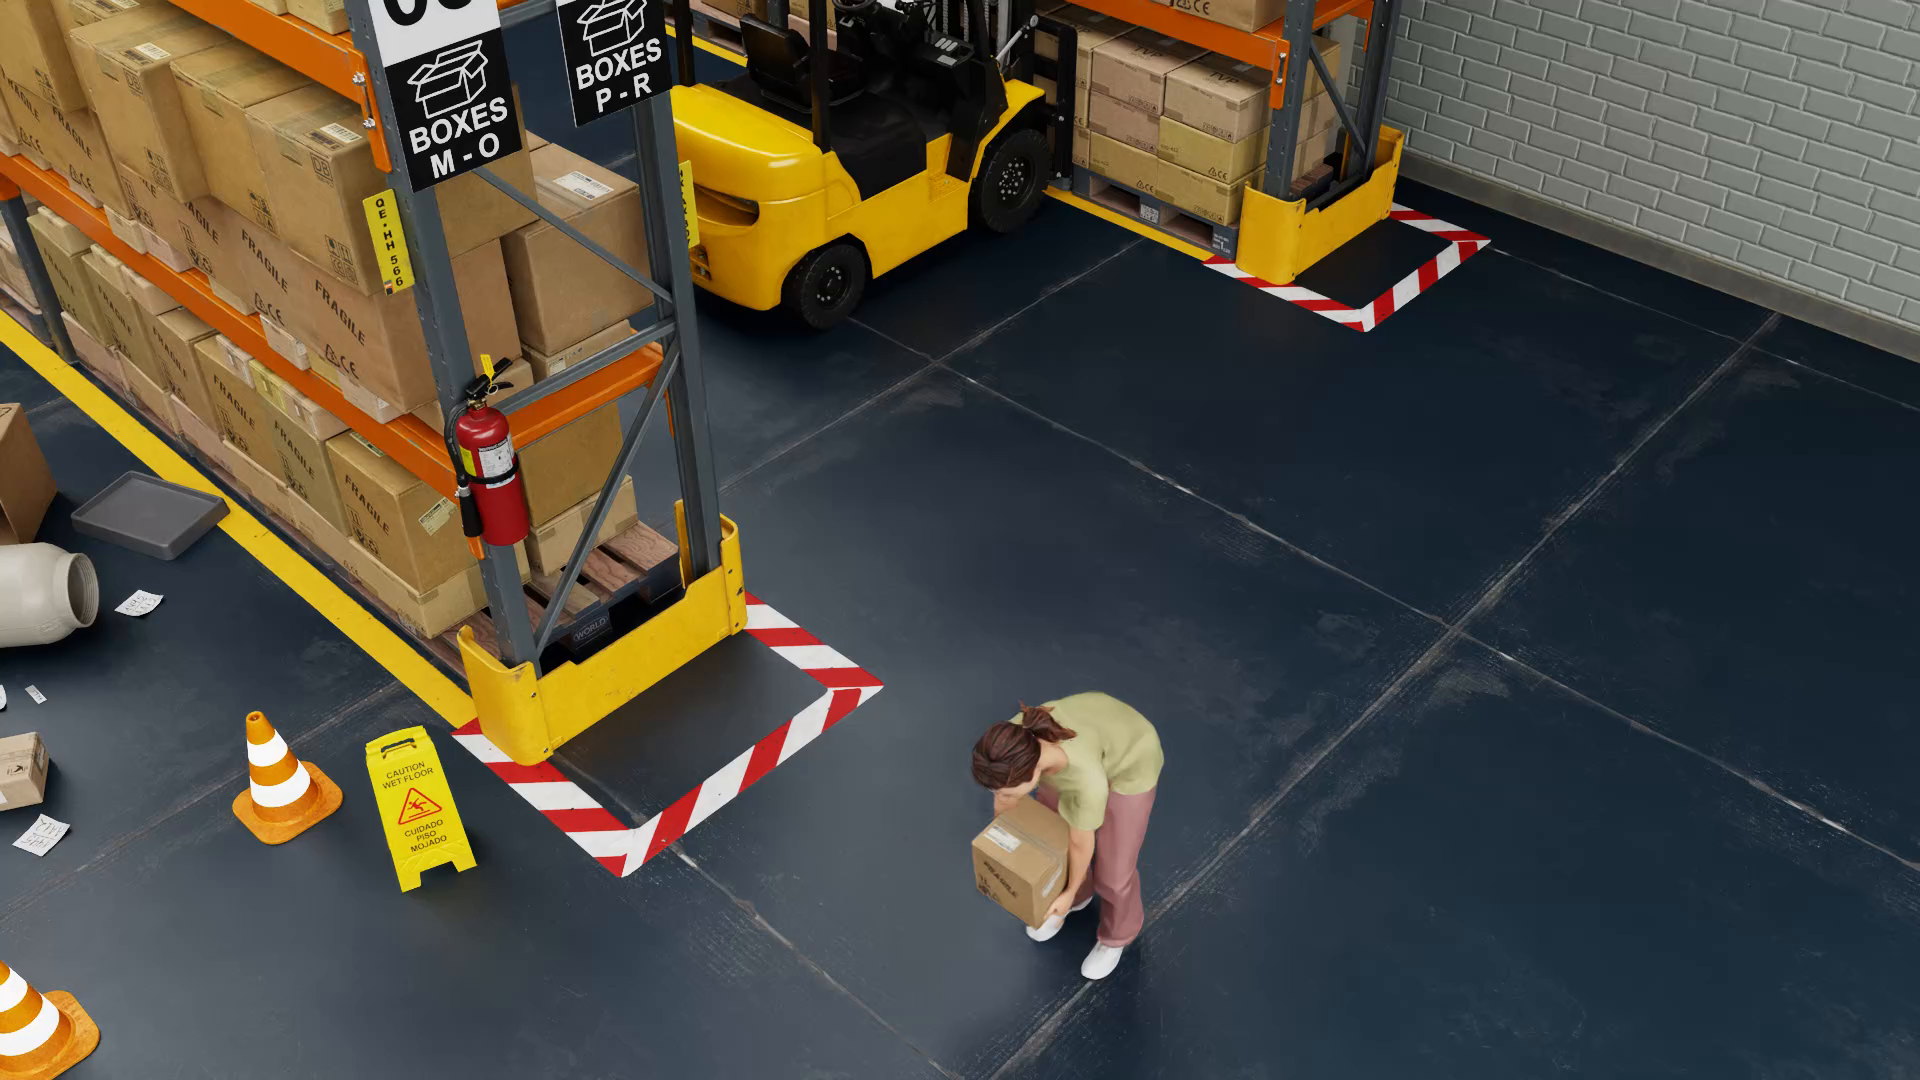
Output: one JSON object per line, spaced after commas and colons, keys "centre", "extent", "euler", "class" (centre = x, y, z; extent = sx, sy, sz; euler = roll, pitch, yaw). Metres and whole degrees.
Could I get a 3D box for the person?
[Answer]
{"centre": [0.392, 0.778, 5.232], "extent": [0.407, 1.656, 0.519], "euler": [29, 48, 31], "class": "person"}
